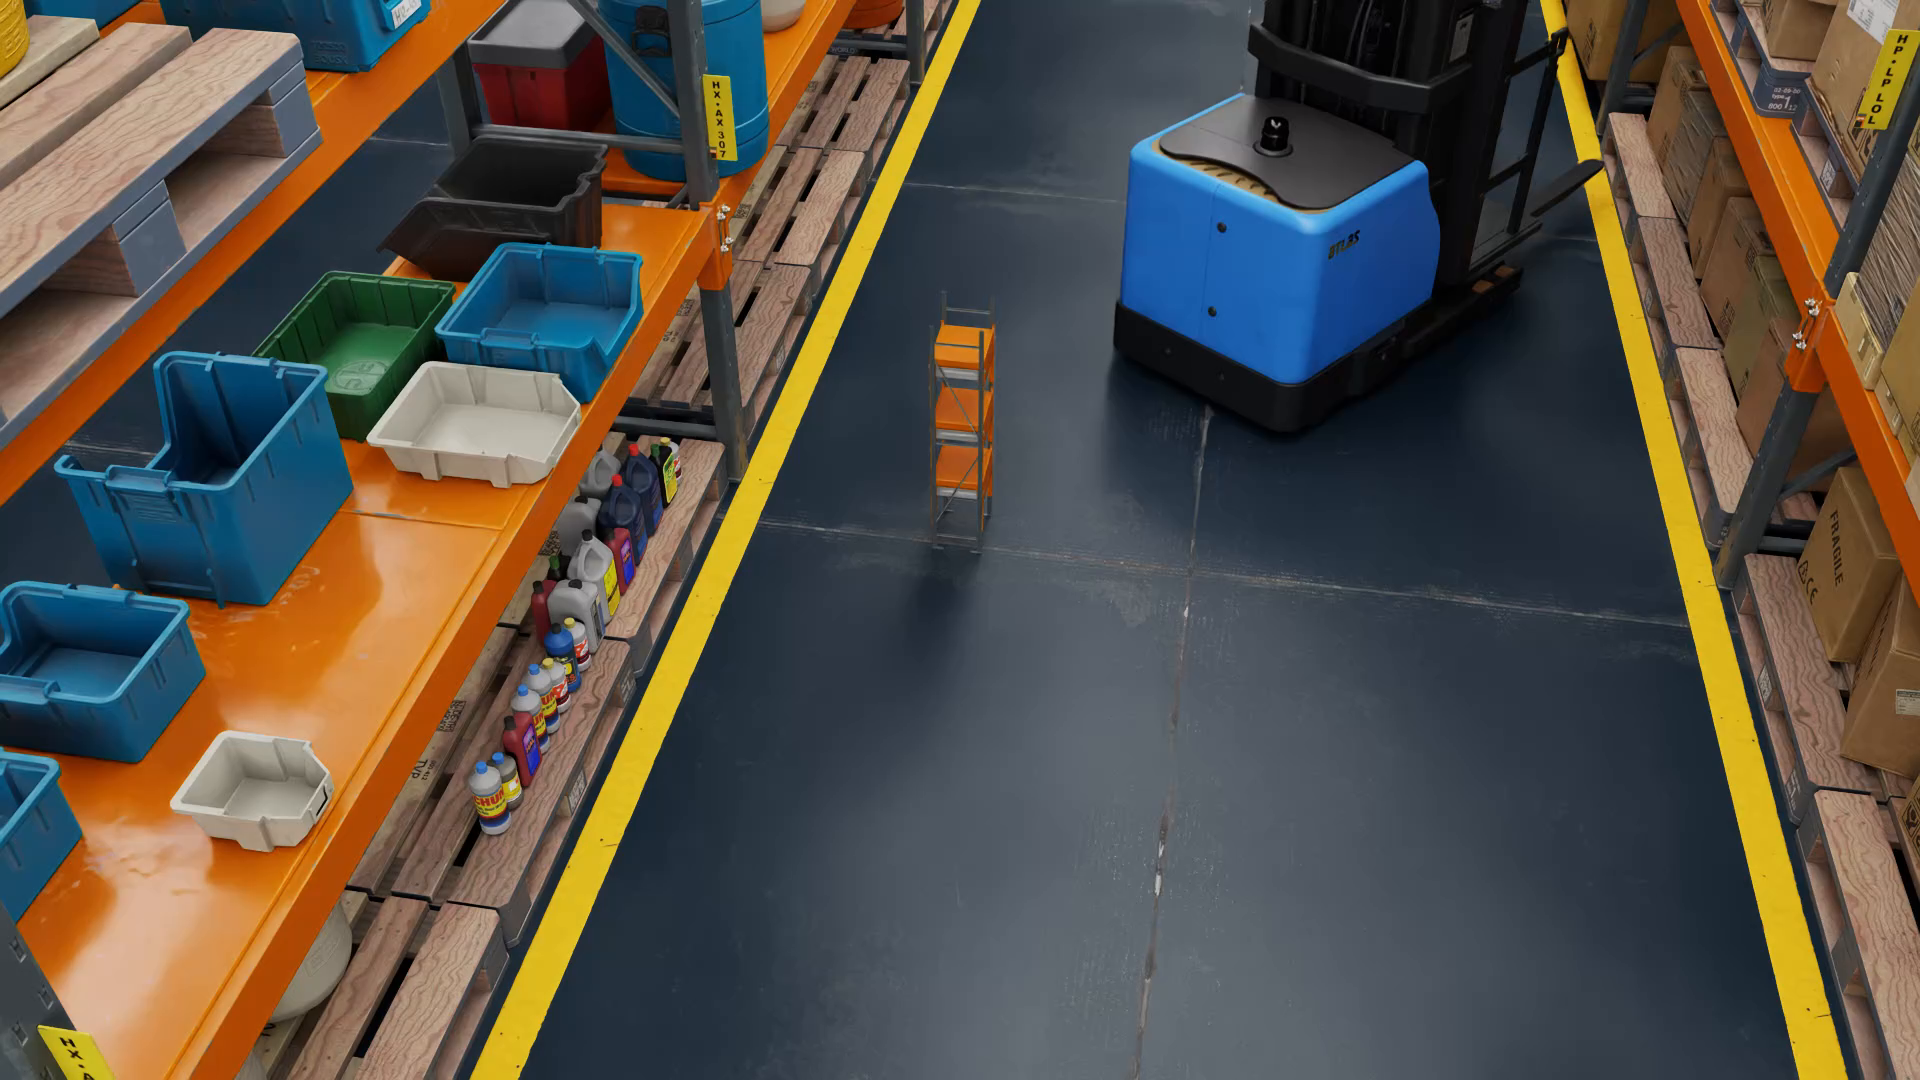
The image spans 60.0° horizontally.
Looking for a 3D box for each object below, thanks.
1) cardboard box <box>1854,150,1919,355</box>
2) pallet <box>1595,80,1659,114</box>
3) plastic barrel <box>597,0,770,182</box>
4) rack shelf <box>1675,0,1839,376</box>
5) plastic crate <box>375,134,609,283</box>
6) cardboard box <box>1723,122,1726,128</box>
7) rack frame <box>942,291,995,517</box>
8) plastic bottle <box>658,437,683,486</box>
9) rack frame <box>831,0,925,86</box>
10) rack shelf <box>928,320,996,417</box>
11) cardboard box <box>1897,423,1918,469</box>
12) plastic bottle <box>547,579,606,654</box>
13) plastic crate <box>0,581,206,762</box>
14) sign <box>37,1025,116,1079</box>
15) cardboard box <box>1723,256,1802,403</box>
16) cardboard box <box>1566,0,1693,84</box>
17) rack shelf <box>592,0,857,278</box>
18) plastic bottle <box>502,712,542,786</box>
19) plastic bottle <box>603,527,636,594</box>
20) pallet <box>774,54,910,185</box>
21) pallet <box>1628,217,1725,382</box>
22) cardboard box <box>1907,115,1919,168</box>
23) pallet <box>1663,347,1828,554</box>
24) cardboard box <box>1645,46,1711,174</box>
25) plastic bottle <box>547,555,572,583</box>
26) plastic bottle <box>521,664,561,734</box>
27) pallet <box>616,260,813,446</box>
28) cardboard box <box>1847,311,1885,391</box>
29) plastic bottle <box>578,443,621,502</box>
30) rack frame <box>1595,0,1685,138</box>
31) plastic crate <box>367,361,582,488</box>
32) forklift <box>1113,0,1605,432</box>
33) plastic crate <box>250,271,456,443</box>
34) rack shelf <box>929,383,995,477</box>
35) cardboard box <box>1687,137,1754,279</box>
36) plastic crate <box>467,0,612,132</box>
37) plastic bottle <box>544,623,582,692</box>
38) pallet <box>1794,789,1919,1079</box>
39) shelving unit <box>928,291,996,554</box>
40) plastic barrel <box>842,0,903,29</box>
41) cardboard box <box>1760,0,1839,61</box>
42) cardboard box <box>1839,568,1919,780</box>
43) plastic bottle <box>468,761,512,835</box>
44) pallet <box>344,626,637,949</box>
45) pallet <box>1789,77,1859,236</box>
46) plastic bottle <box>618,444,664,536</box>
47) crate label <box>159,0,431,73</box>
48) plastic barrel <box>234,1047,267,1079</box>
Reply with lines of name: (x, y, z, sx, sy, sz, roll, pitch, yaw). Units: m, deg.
cardboard box: (3.330, -0.820, 5.076, 0.875, 0.500, 0.500, 6, 40, 8)
pallet: (4.372, -2.865, 10.050, 1.003, 0.211, 1.213, 6, 40, 8)
plastic barrel: (-1.044, -1.891, 6.290, 0.600, 0.901, 0.708, 6, 40, 8)
rack shelf: (3.815, -1.921, 7.284, 1.077, 0.370, 4.000, 6, 40, 8)
plastic crate: (-1.625, -1.151, 5.836, 0.767, 0.338, 0.504, 6, 40, 8)
cardboard box: (3.993, -2.191, 8.073, 0.500, 0.250, 0.500, 11, 41, 13)
rack frame: (0.030, -0.515, 6.549, 0.200, 1.050, 0.008, 6, 40, 8)
plastic bottle: (-1.165, -0.318, 6.631, 0.097, 0.201, 0.097, 0, 40, 0)
rack frame: (-0.717, -3.999, 9.233, 1.000, 3.000, 0.127, 6, 40, 8)
rack shelf: (0.009, -0.649, 6.282, 0.215, 0.259, 0.240, 6, 40, 8)
cardboard box: (3.030, -0.271, 4.921, 0.380, 0.149, 0.250, 6, 40, 8)
plastic bottle: (-1.358, 0.252, 5.884, 0.152, 0.276, 0.135, 7, 40, 8)
plastic crate: (-2.191, 0.325, 4.120, 0.499, 0.251, 0.408, 6, 40, 8)
sign: (-1.560, 0.978, 2.996, 0.100, 0.325, 0.005, 6, 40, 8)
cardboard box: (3.698, -0.829, 7.015, 0.700, 0.500, 0.500, 6, 40, 7)
cardboard box: (4.301, -3.227, 9.637, 1.225, 0.875, 0.875, 5, 40, 6)
rack shelf: (-1.063, -2.467, 7.944, 1.077, 0.370, 4.000, 6, 40, 8)
plastic bottle: (-1.423, 0.655, 5.390, 0.061, 0.283, 0.133, 7, 40, 8)
plastic bottle: (-1.257, 0.052, 6.120, 0.061, 0.283, 0.133, 9, 40, 11)
pallet: (-0.889, -2.443, 9.539, 1.003, 0.211, 1.213, 6, 40, 8)
pallet: (3.811, -1.125, 7.945, 1.003, 0.211, 1.213, 6, 40, 8)
cardboard box: (3.141, -1.227, 4.783, 0.500, 0.500, 0.500, 6, 40, 8)
pallet: (3.602, -0.357, 7.016, 1.003, 0.211, 1.213, 6, 40, 8)
cardboard box: (4.065, -2.237, 8.718, 0.700, 0.500, 0.500, 4, 40, 5)
plastic bottle: (-1.431, 0.152, 5.998, 0.061, 0.283, 0.133, 6, 40, 8)
plastic bottle: (-1.404, 0.522, 5.561, 0.097, 0.271, 0.097, 0, 40, 0)
pallet: (-1.311, -0.911, 7.687, 1.003, 0.211, 1.213, 6, 40, 8)
cardboard box: (3.080, -0.589, 5.305, 0.380, 0.149, 0.250, 6, 40, 8)
plastic bottle: (-1.379, -0.218, 6.393, 0.144, 0.351, 0.185, 6, 40, 8)
rack frame: (4.161, -3.453, 8.573, 1.000, 3.000, 0.127, 6, 40, 8)
plastic crate: (-1.441, -0.340, 5.015, 0.530, 0.136, 0.437, 6, 40, 8)
forklift: (2.113, -2.431, 7.390, 3.031, 2.935, 1.130, -32, 49, -33)
plastic crate: (-1.922, -0.587, 5.272, 0.450, 0.188, 0.662, 6, 40, 8)
rack shelf: (0.009, -0.430, 6.463, 0.215, 0.259, 0.240, 6, 40, 8)
cardboard box: (3.890, -1.531, 7.864, 0.700, 0.500, 0.500, 10, 41, 11)
plastic crate: (-1.627, -1.851, 6.585, 0.402, 0.464, 0.583, 6, 40, 8)
plastic bottle: (-1.369, 0.395, 5.714, 0.097, 0.271, 0.097, 0, 40, 0)
pallet: (3.179, 1.325, 4.982, 1.003, 0.211, 1.213, 6, 40, 8)
shelving unit: (0.009, -0.438, 6.456, 0.215, 1.050, 0.252, 6, 40, 8)
plastic barrel: (-0.649, -3.634, 10.165, 0.600, 0.830, 0.708, 6, 40, 8)
cardboard box: (3.678, -2.243, 6.698, 0.797, 0.503, 0.637, 10, 41, 12)
cardboard box: (3.269, 0.466, 5.465, 0.500, 0.500, 0.500, 19, 43, 21)
plastic bottle: (-1.481, 0.800, 5.224, 0.097, 0.271, 0.097, 0, 40, 0)
pallet: (-1.775, 0.770, 5.652, 1.003, 0.211, 1.213, 6, 40, 8)
pallet: (3.745, -1.333, 6.158, 1.003, 0.211, 1.213, 6, 40, 8)
plastic bottle: (-1.237, -0.202, 6.373, 0.144, 0.351, 0.185, 5, 40, 6)
crate label: (-1.452, -1.216, 3.629, 0.502, 0.251, 0.408, 6, 40, 8)
plastic barrel: (-2.063, 1.397, 4.329, 0.421, 0.512, 0.421, 0, 40, 0)
